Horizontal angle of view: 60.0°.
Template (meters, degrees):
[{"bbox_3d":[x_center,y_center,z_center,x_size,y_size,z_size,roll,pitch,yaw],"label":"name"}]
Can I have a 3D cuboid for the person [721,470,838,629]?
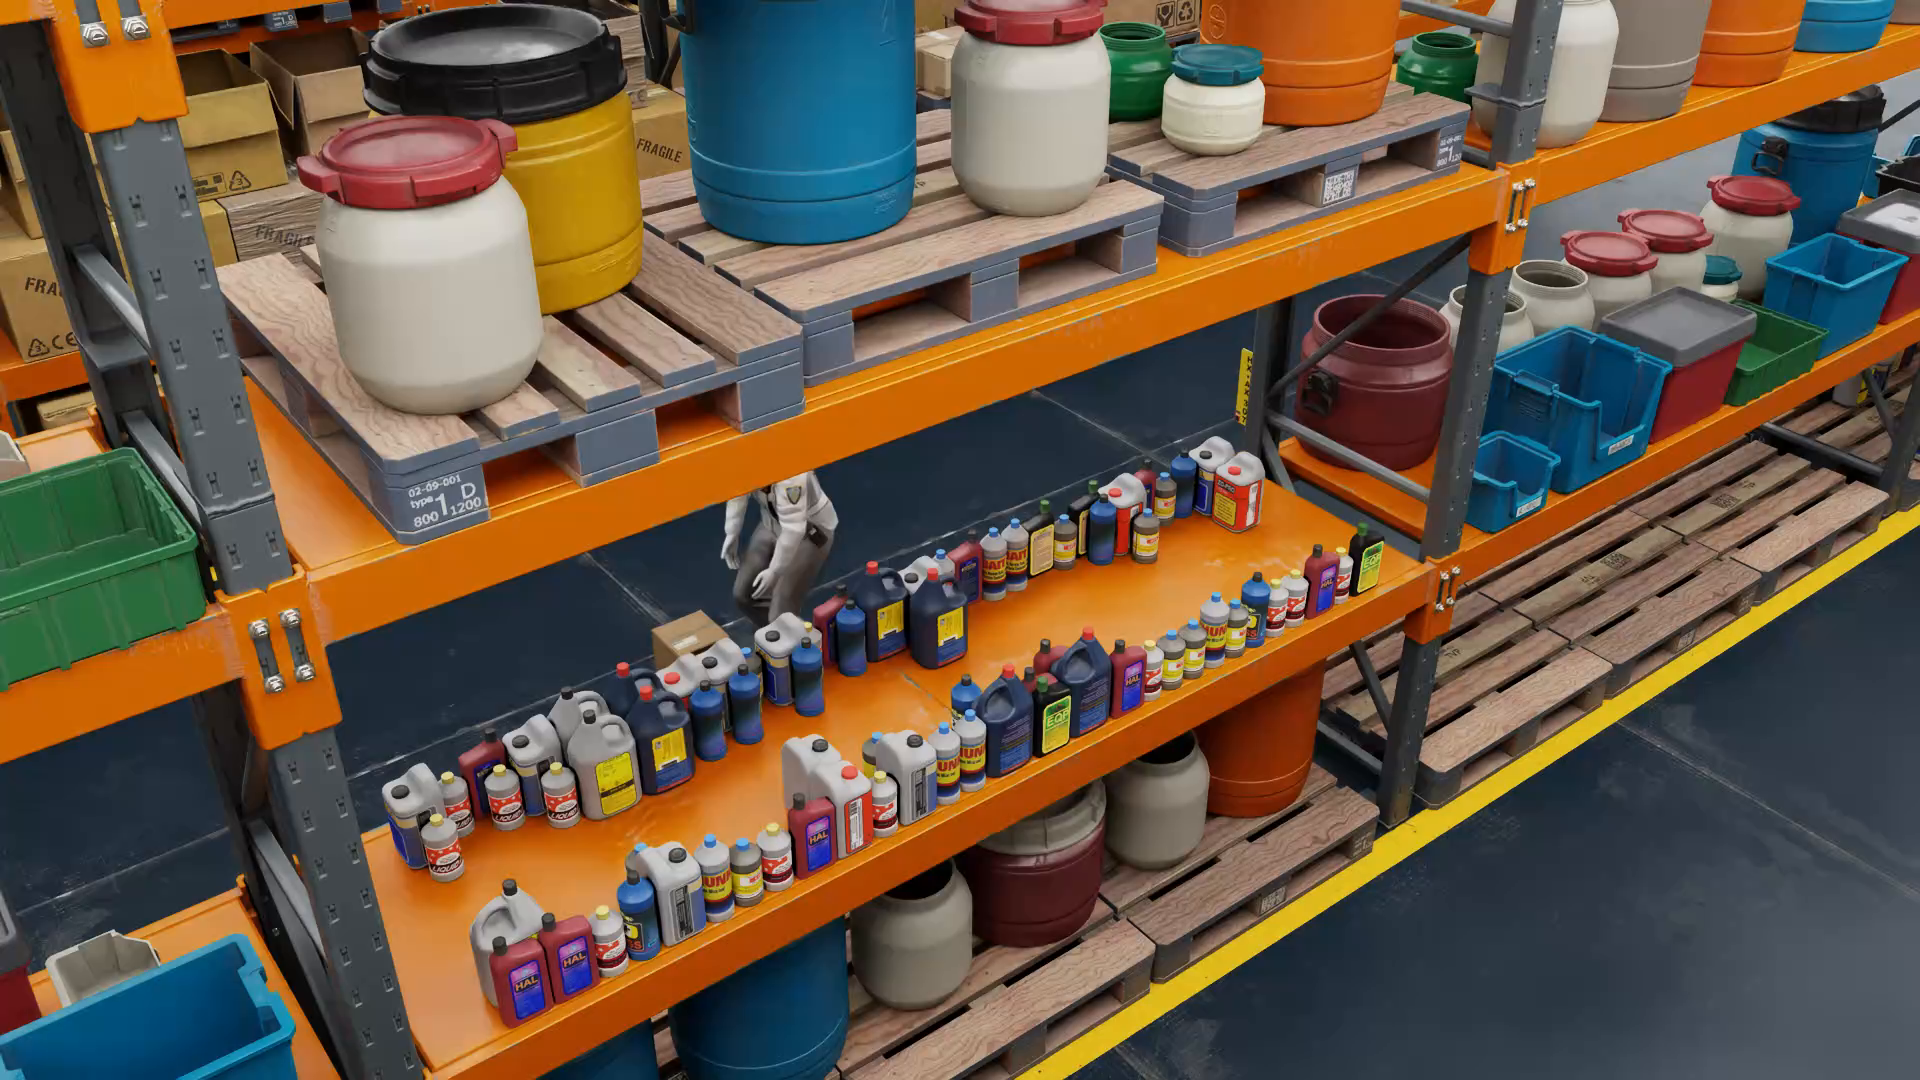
[{"bbox_3d":[-0.810,0.012,7.263,0.591,1.522,0.526,-22,38,-31],"label":"person"}]
